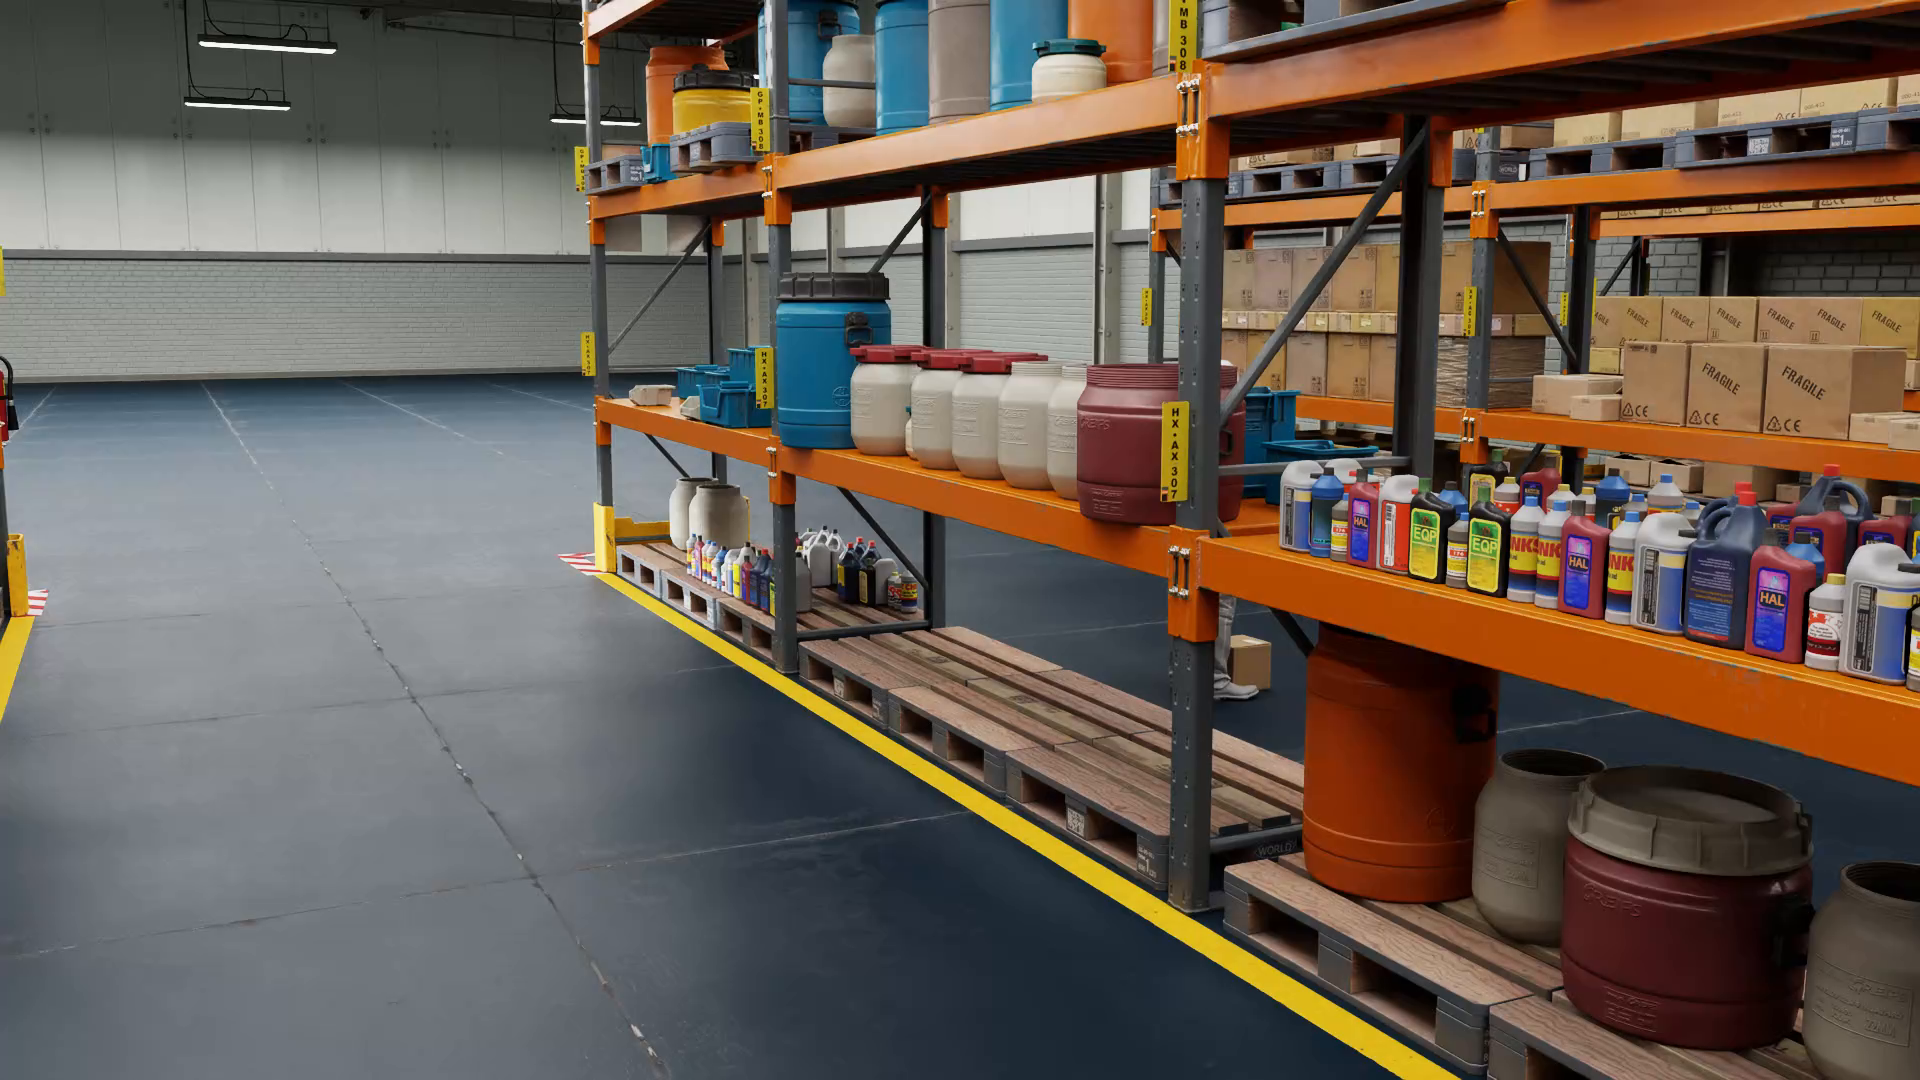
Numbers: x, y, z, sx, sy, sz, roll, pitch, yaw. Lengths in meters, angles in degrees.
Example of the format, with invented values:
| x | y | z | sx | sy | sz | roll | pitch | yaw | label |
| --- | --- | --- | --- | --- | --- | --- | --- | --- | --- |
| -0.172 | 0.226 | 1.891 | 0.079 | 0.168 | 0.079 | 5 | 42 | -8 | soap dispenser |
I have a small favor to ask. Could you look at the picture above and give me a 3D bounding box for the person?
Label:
| x | y | z | sx | sy | sz | roll | pitch | yaw | label |
| --- | --- | --- | --- | --- | --- | --- | --- | --- | --- |
| 1.299 | -0.065 | 8.720 | 0.462 | 1.760 | 0.635 | -4 | 9 | -27 | person |
